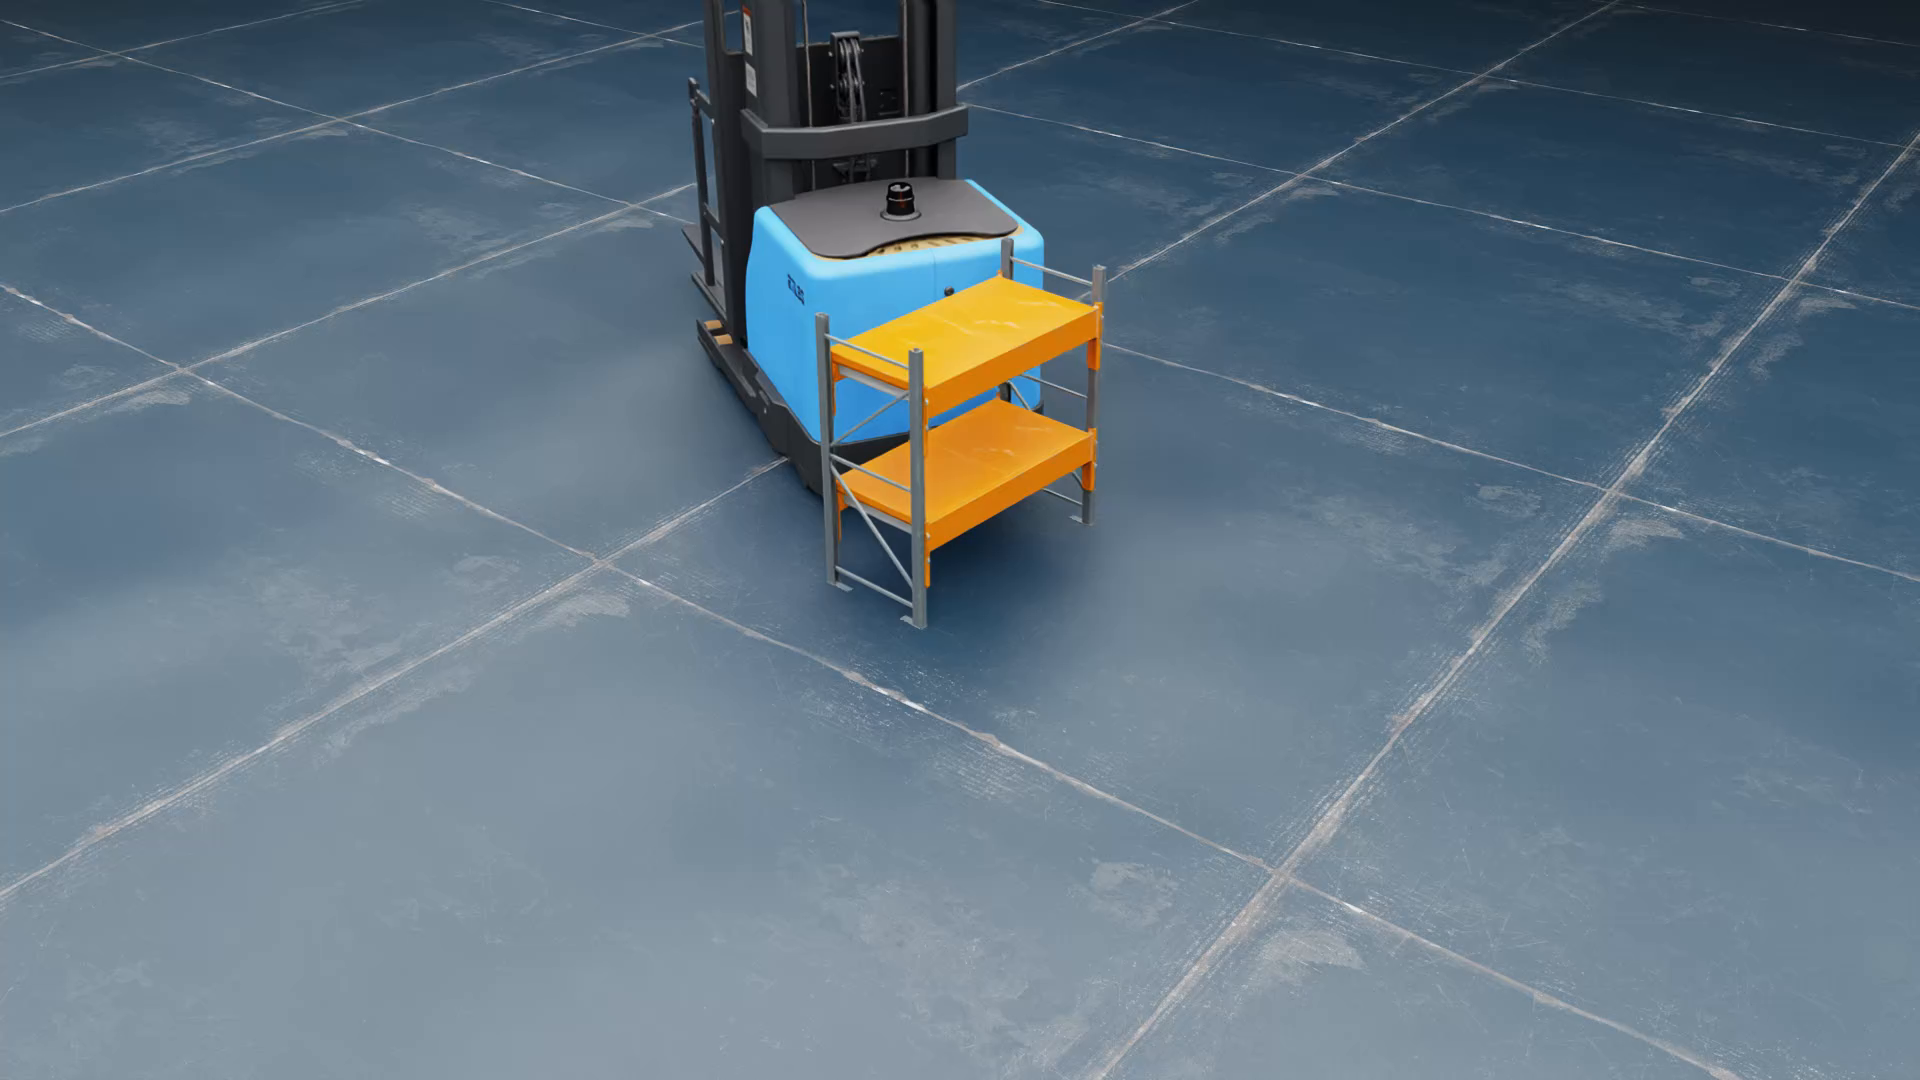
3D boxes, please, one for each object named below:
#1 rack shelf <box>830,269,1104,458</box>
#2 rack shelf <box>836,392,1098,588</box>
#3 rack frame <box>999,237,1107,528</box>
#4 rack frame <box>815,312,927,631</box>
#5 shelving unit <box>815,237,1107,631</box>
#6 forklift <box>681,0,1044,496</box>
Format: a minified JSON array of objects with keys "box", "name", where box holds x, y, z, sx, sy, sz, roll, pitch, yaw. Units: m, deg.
[{"box":[0.019,-0.683,6.224,0.538,0.278,1.000,24,38,35],"name":"rack shelf"},{"box":[0.019,-0.220,6.498,0.538,0.278,1.000,24,38,35],"name":"rack shelf"},{"box":[0.358,-0.624,6.700,0.500,1.125,0.032,24,38,35],"name":"rack frame"},{"box":[-0.320,-0.237,6.047,0.500,1.125,0.032,24,38,35],"name":"rack frame"},{"box":[0.019,-0.431,6.373,0.538,1.125,1.048,24,38,35],"name":"shelving unit"},{"box":[-0.667,-2.176,7.546,1.130,2.935,3.031,-12,33,-19],"name":"forklift"}]
